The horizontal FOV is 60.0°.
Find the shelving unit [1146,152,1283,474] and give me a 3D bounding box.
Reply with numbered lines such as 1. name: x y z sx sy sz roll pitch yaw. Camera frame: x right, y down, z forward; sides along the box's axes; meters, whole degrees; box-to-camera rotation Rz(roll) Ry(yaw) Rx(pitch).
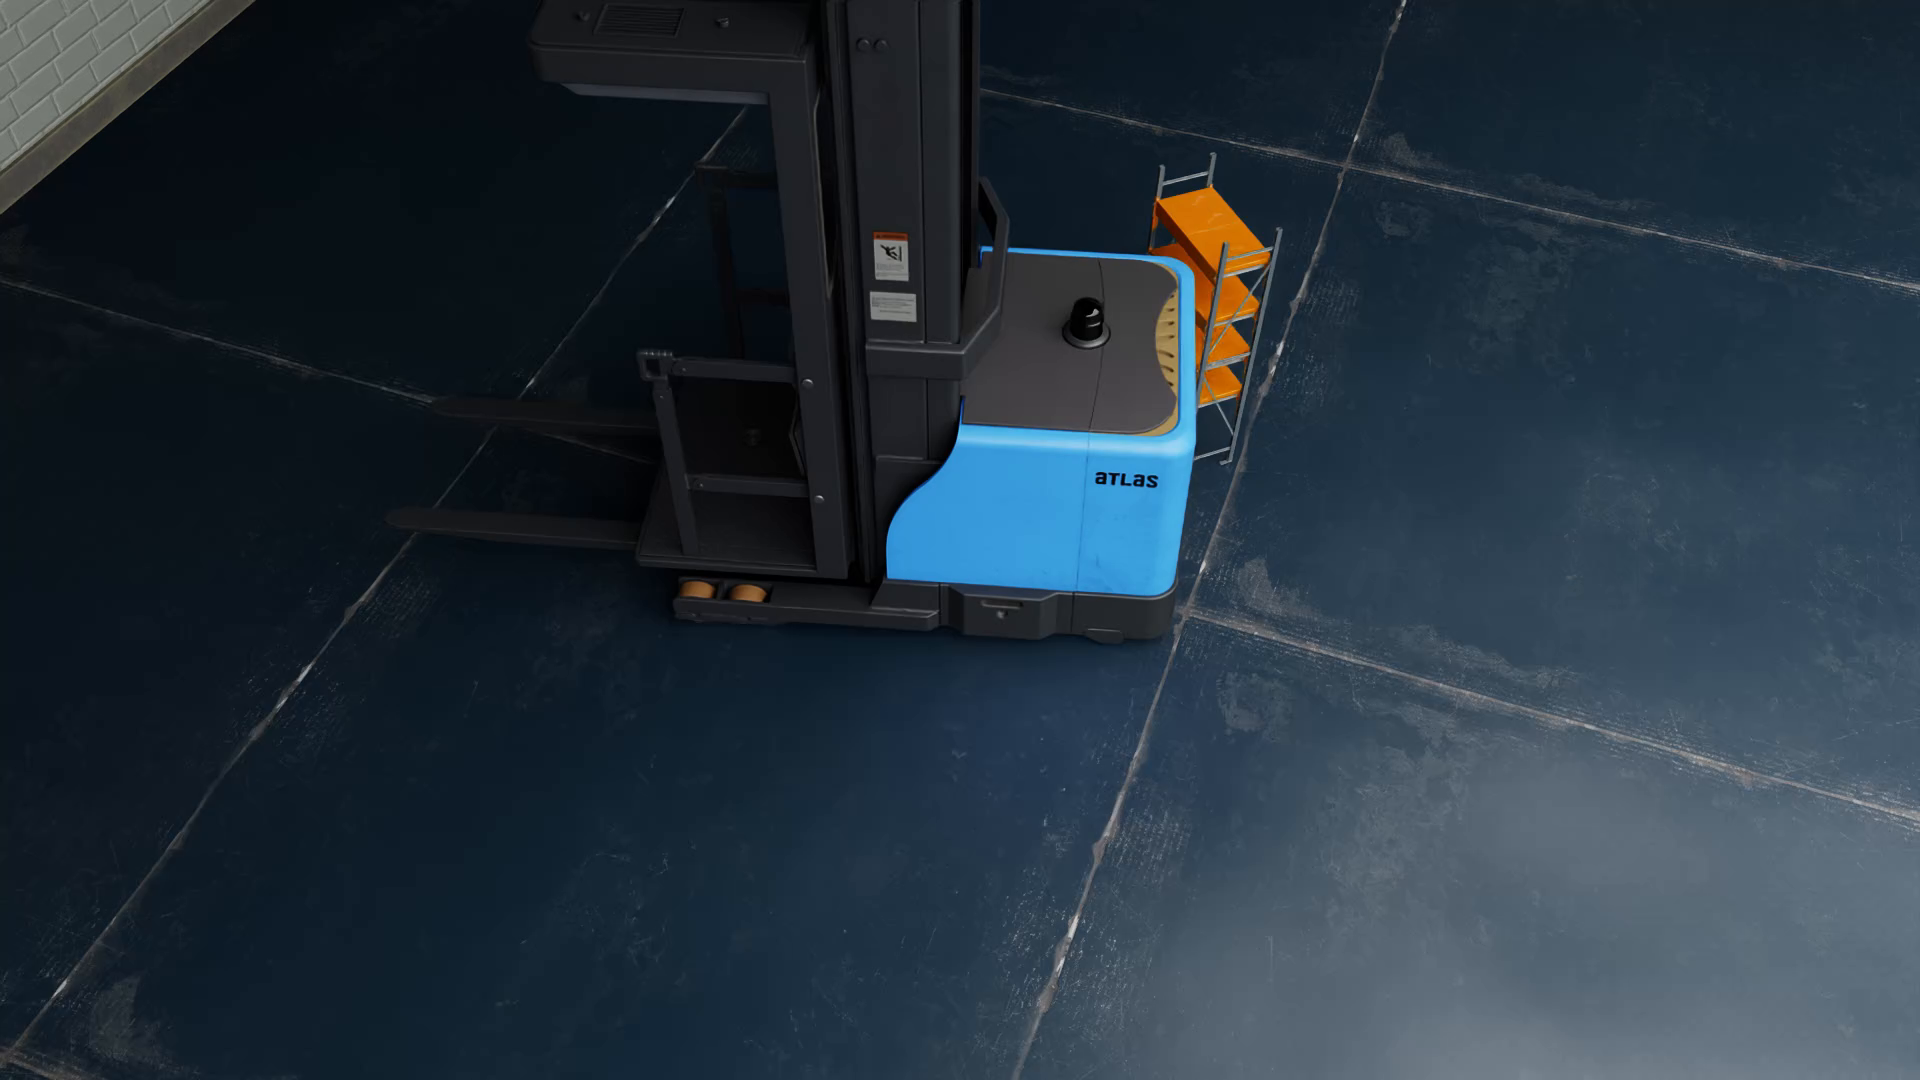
1. shelving unit: 0.936 -0.864 6.565 0.258 1.200 0.503 -17 51 -17

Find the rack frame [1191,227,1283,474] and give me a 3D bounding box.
1. rack frame: 1.033 -0.694 6.418 0.240 1.200 0.015 -17 51 -17

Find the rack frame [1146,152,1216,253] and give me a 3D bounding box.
1. rack frame: 0.839 -1.033 6.711 0.240 1.200 0.015 -17 51 -17

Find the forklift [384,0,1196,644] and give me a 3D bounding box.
1. forklift: -0.673 -1.031 5.571 3.031 2.935 1.130 4 49 3

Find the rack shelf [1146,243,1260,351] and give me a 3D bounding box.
1. rack shelf: 0.941 -0.967 6.448 0.258 0.148 0.480 -17 51 -17

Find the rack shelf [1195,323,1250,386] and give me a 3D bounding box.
1. rack shelf: 0.934 -0.819 6.615 0.258 0.148 0.480 -17 51 -17

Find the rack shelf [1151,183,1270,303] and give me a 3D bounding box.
1. rack shelf: 0.949 -1.125 6.272 0.258 0.148 0.480 -17 51 -17

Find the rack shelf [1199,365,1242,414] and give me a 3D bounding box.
1. rack shelf: 0.928 -0.687 6.763 0.258 0.148 0.480 -17 51 -17
